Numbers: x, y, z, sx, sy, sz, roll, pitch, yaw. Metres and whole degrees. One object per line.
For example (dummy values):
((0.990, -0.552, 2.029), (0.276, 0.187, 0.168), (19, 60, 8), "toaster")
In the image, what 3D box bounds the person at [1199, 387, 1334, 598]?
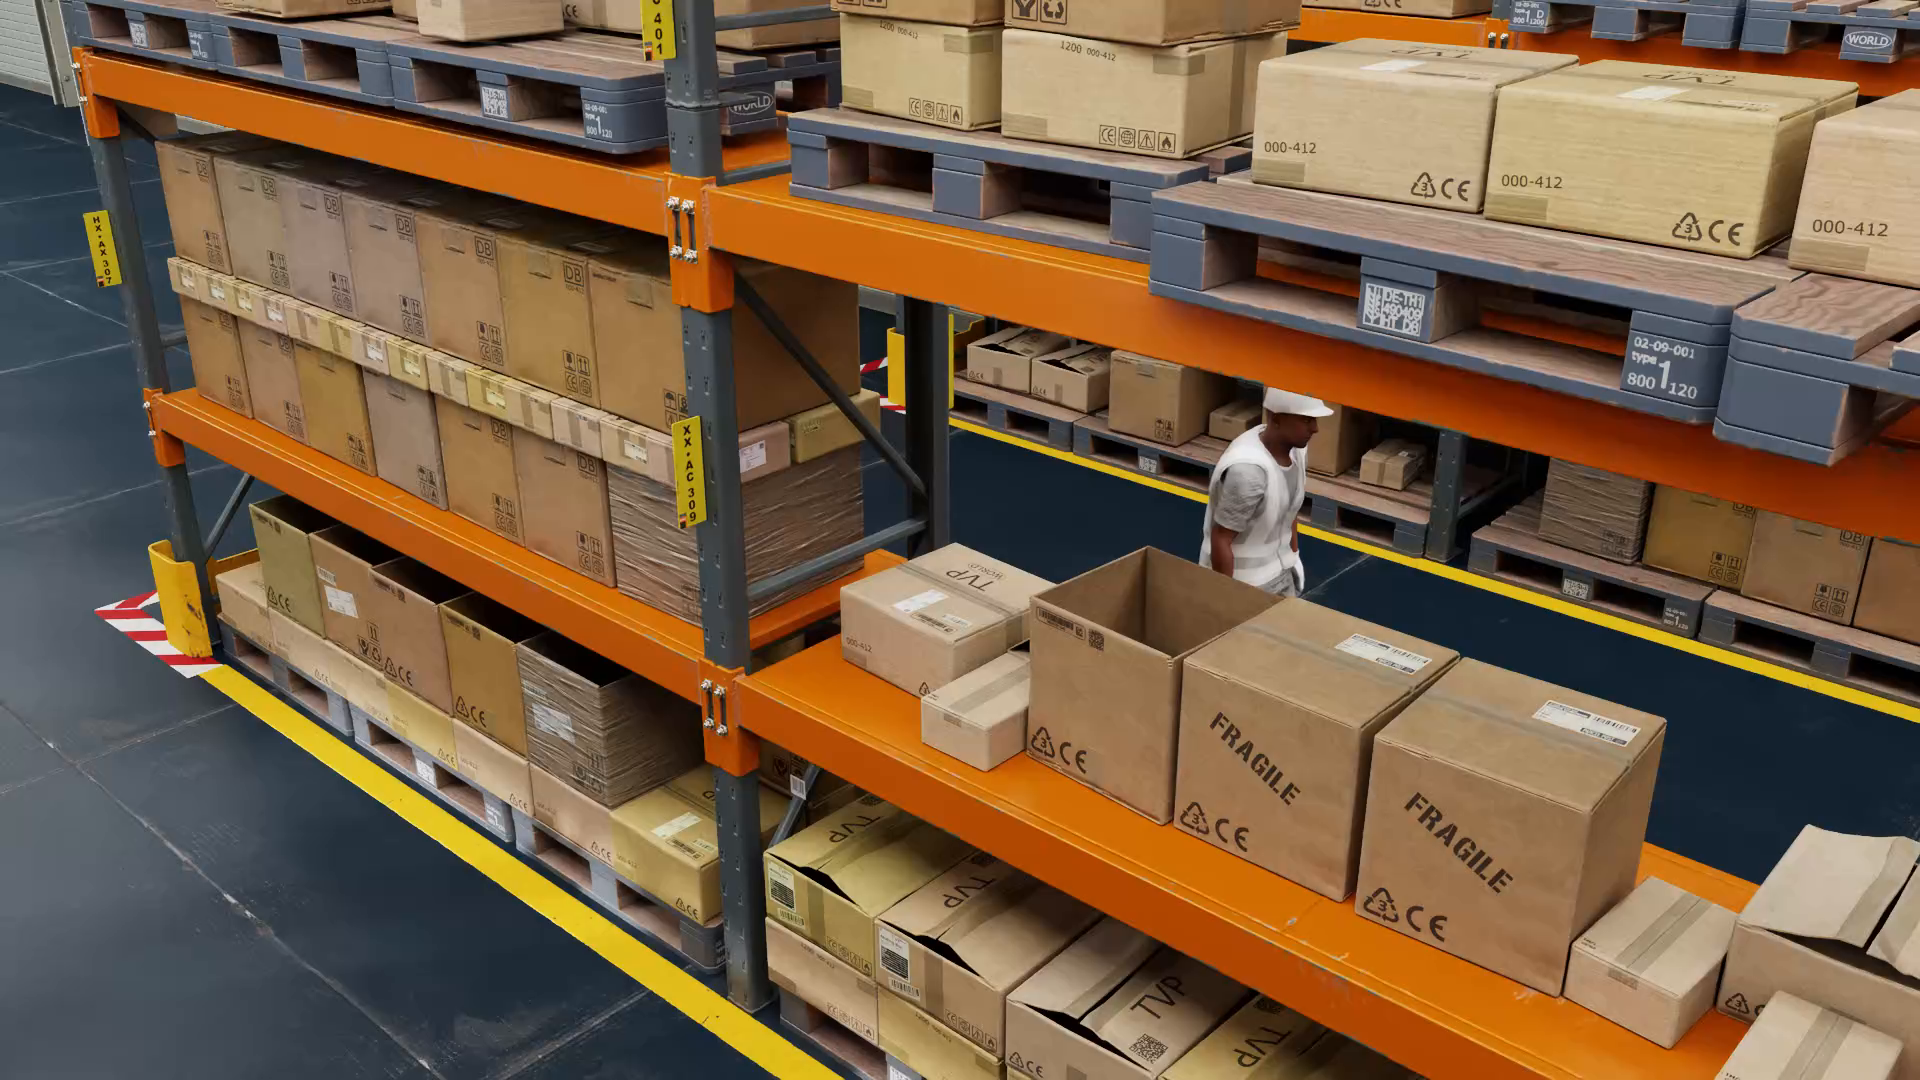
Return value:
((1.208, 0.170, 6.702), (0.450, 1.771, 0.623), (18, 29, 35), "person")
